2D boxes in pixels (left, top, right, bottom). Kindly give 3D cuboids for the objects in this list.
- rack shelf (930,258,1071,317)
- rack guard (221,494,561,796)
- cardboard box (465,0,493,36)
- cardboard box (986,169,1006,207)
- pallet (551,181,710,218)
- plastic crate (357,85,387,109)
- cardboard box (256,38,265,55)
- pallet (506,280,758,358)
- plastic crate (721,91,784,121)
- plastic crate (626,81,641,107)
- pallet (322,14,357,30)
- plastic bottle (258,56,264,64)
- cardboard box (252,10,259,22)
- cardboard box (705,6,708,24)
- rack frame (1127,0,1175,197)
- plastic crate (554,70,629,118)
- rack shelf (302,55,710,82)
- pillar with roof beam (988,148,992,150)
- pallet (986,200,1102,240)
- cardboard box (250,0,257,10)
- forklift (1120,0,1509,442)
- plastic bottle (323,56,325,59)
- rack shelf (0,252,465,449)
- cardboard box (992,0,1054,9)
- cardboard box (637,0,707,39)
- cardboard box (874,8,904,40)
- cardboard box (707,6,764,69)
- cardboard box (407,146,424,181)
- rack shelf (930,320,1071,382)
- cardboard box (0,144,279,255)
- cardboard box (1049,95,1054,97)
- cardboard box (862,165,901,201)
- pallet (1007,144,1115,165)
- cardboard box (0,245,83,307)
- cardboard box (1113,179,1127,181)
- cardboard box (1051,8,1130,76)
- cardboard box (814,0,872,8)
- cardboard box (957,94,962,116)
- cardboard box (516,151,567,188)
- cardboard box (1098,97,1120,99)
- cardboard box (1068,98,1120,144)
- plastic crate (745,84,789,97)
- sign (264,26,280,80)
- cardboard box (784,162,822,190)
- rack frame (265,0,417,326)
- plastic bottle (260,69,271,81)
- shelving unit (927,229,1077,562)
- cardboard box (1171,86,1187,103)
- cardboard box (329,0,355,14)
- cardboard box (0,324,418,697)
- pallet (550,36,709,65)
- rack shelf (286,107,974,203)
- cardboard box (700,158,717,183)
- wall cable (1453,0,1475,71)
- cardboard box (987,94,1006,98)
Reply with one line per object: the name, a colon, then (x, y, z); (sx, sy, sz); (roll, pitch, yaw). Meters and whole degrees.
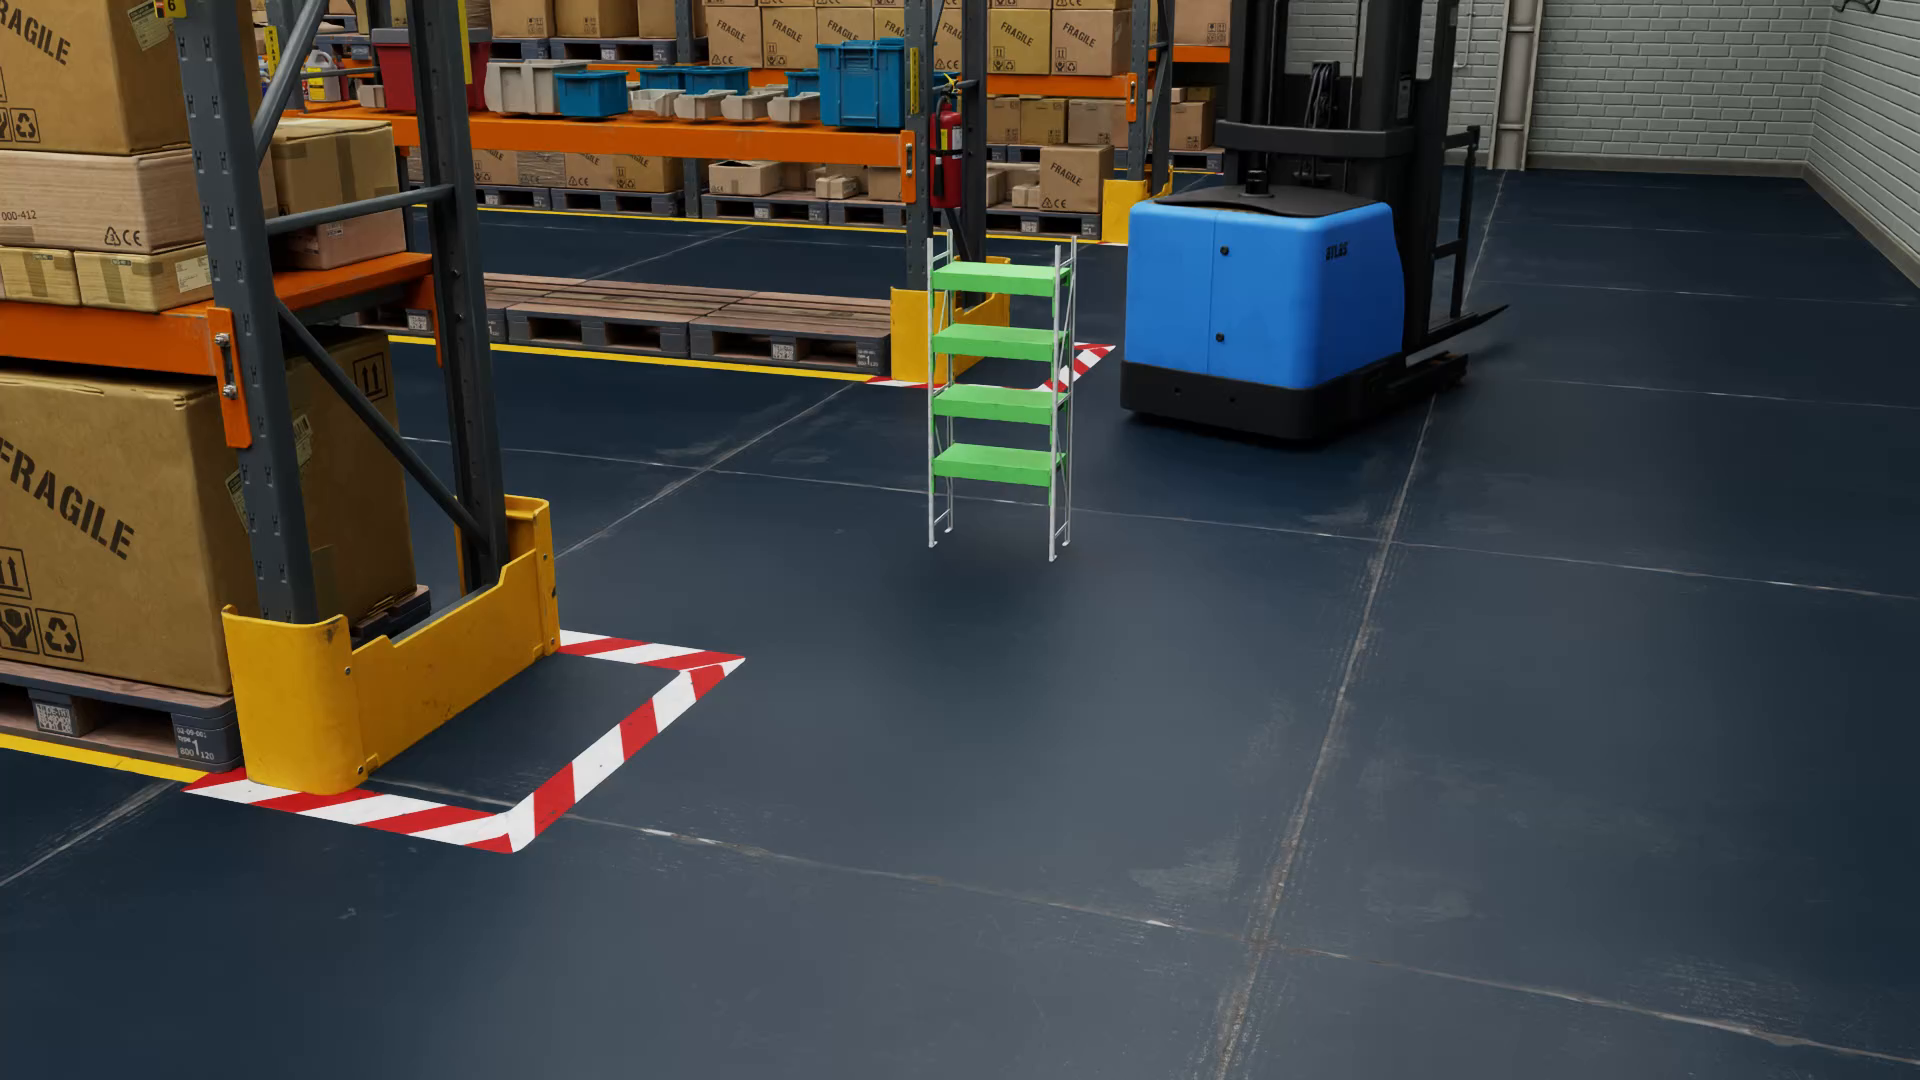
rack shelf: (0.156, -0.942, 6.190); (0.480, 0.148, 0.258); (7, 20, 18)
rack guard: (-1.669, 0.271, 5.038); (0.348, 0.500, 1.175); (7, 20, 18)
cardboard box: (-4.561, -4.910, 15.315); (0.500, 0.500, 0.700); (11, 22, 28)
cardboard box: (0.080, -2.995, 14.120); (0.500, 0.250, 0.500); (7, 20, 18)
pallet: (-2.997, -3.183, 15.386); (1.213, 0.211, 1.003); (7, 20, 18)
plastic crate: (-3.452, -2.693, 10.054); (0.243, 0.136, 0.396); (7, 20, 18)
cardboard box: (-6.935, -4.748, 16.022); (0.250, 0.149, 0.380); (7, 20, 18)
pallet: (-1.982, -1.368, 10.181); (1.213, 0.211, 1.003); (7, 20, 18)
plastic crate: (-1.165, -2.423, 9.280); (0.243, 0.136, 0.396); (7, 20, 18)
plastic crate: (-2.102, -2.693, 10.054); (0.466, 0.136, 0.293); (7, 20, 18)
pallet: (-7.477, -6.610, 21.273); (1.213, 0.211, 1.003); (7, 20, 18)
plastic bottle: (-4.604, -3.052, 10.970); (0.097, 0.271, 0.097); (0, 19, 0)
cardboard box: (-9.166, -6.780, 21.667); (0.500, 0.250, 0.500); (7, 20, 18)
cardboard box: (-3.038, -6.348, 19.595); (0.500, 0.500, 0.500); (6, 20, 18)
rack frame: (1.562, -3.991, 13.470); (0.127, 3.000, 1.000); (7, 20, 18)
plastic crate: (-2.091, -2.543, 9.478); (0.300, 0.233, 0.416); (7, 20, 18)
rack shelf: (-4.105, -4.300, 15.447); (4.000, 0.370, 1.077); (7, 20, 18)
pillar with roof beam: (-1.062, -7.652, 14.856); (0.400, 9.000, 9.100); (7, 20, 18)
pallet: (0.737, -2.768, 14.198); (1.213, 0.211, 1.003); (7, 20, 18)
cardboard box: (-9.172, -7.128, 21.526); (0.500, 0.500, 0.500); (6, 20, 18)
forklift: (2.095, -2.264, 8.619); (1.130, 2.935, 3.031); (14, 24, 35)
plastic bottle: (-4.178, -3.015, 10.847); (0.133, 0.283, 0.061); (7, 20, 18)
rack shelf: (-3.581, -0.788, 5.373); (4.000, 0.370, 1.077); (7, 20, 18)
cardboard box: (0.574, -4.528, 13.337); (0.500, 0.500, 0.500); (7, 20, 20)
cardboard box: (-2.590, -4.790, 14.970); (0.500, 0.500, 0.700); (0, 19, 0)
cardboard box: (-0.387, -4.167, 13.822); (0.500, 0.500, 0.500); (6, 20, 17)
cardboard box: (-1.824, -4.331, 14.292); (0.500, 0.500, 0.500); (7, 20, 19)
cardboard box: (-5.162, -3.690, 15.734); (0.500, 0.500, 0.500); (6, 20, 16)
rack shelf: (0.156, -0.715, 6.269); (0.480, 0.148, 0.258); (7, 20, 18)
cardboard box: (-2.237, -0.951, 4.524); (0.500, 0.250, 0.500); (6, 20, 17)
cardboard box: (0.993, -5.141, 18.942); (0.250, 0.149, 0.380); (7, 20, 19)
cardboard box: (-0.440, -3.251, 14.470); (0.637, 0.503, 0.797); (7, 20, 18)
pallet: (1.255, -4.410, 18.906); (1.213, 0.211, 1.003); (7, 20, 18)
cardboard box: (-2.383, -0.757, 4.571); (0.250, 0.149, 0.380); (7, 20, 19)
cardboard box: (1.280, -3.005, 14.303); (0.250, 0.149, 0.380); (7, 20, 18)
cardboard box: (1.050, -4.002, 13.349); (0.500, 0.500, 0.500); (7, 20, 20)
cardboard box: (-0.890, -4.693, 13.812); (0.500, 0.500, 0.500); (6, 20, 16)
cardboard box: (0.079, -4.869, 19.148); (0.500, 0.500, 0.700); (7, 20, 19)
cardboard box: (-3.714, -3.525, 15.262); (0.500, 0.500, 0.500); (7, 20, 19)
cardboard box: (1.719, -5.058, 18.705); (0.250, 0.149, 0.380); (7, 20, 19)
cardboard box: (1.542, -4.703, 18.670); (0.500, 0.500, 0.700); (6, 20, 16)
plastic crate: (-1.108, -2.618, 9.840); (0.298, 0.136, 0.250); (7, 20, 18)
sign: (-4.027, -2.844, 9.756); (0.005, 0.325, 0.100); (7, 20, 18)
cardboard box: (-1.585, -3.477, 15.125); (0.500, 0.500, 0.500); (7, 20, 18)
rack frame: (-3.845, -2.884, 10.292); (0.127, 3.000, 1.000); (7, 20, 18)
plastic bottle: (-4.526, -2.957, 10.804); (0.097, 0.201, 0.097); (0, 19, 0)
shelving unit: (0.156, -0.549, 6.327); (0.503, 1.200, 0.258); (7, 20, 18)
cardboard box: (2.309, -4.858, 18.130); (0.250, 0.149, 0.380); (6, 20, 17)
cardboard box: (-7.681, -7.018, 21.331); (0.500, 0.500, 0.700); (7, 20, 18)
cardboard box: (-2.323, -0.151, 5.042); (0.875, 0.875, 0.875); (7, 20, 18)
pallet: (-2.935, -4.453, 15.086); (1.213, 0.211, 1.003); (7, 20, 18)
rack shelf: (-1.956, -2.328, 9.791); (4.000, 0.370, 1.077); (7, 20, 18)
cardboard box: (-2.593, -3.579, 15.415); (0.500, 0.500, 0.500); (6, 20, 16)
wall cable: (4.704, -6.168, 18.169); (1.851, 1.984, 0.084); (7, 20, 18)
cardboard box: (0.342, -5.082, 18.772); (0.250, 0.149, 0.380); (7, 20, 20)
